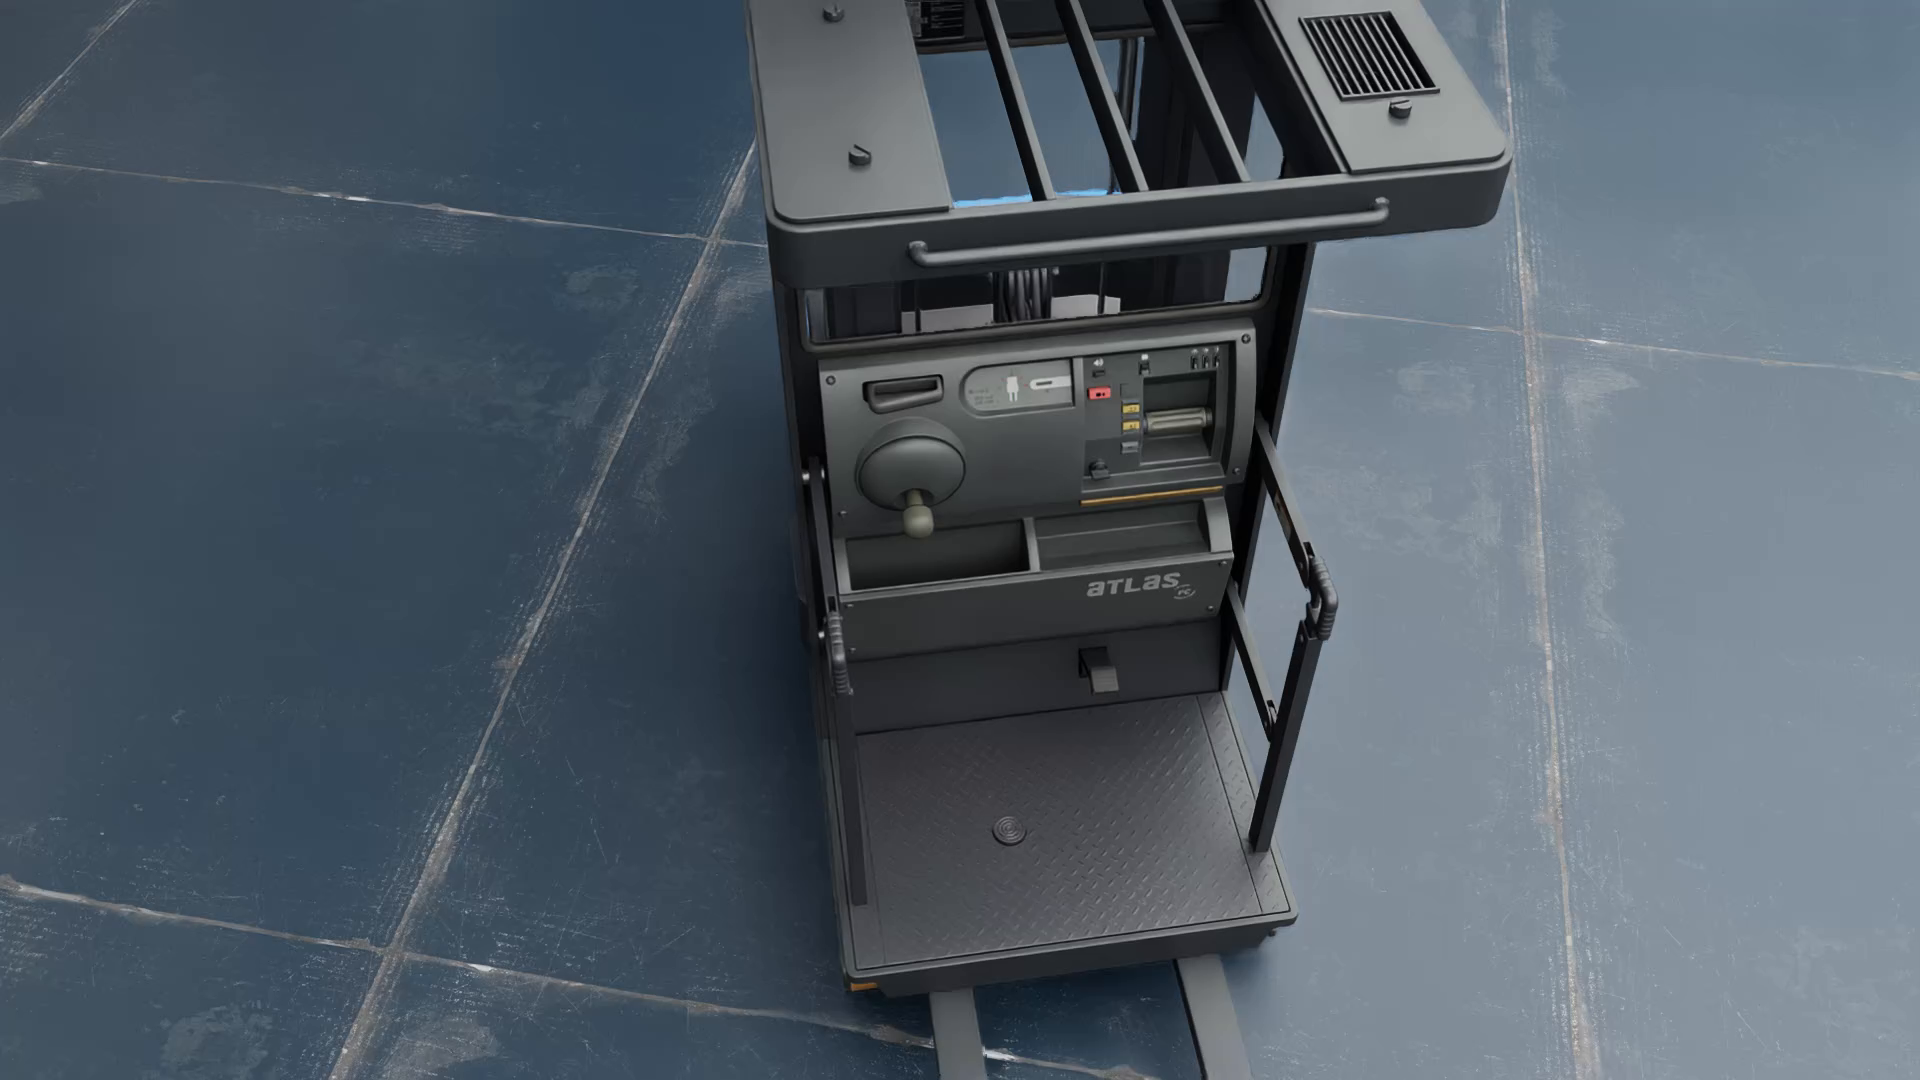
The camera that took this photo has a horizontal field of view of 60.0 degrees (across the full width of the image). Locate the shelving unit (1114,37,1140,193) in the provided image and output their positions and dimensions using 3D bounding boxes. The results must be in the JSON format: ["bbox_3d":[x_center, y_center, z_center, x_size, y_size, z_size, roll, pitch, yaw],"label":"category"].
[{"bbox_3d":[0.036,-0.966,5.110,1.048,1.500,0.538,-5,48,-4],"label":"shelving unit"}]

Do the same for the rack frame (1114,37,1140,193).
[{"bbox_3d":[0.541,-1.009,5.148,0.032,1.500,0.500,-5,48,-4],"label":"rack frame"}]

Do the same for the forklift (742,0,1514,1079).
[{"bbox_3d":[0.206,-0.134,3.400,1.130,2.935,3.031,-6,48,-6],"label":"forklift"}]
